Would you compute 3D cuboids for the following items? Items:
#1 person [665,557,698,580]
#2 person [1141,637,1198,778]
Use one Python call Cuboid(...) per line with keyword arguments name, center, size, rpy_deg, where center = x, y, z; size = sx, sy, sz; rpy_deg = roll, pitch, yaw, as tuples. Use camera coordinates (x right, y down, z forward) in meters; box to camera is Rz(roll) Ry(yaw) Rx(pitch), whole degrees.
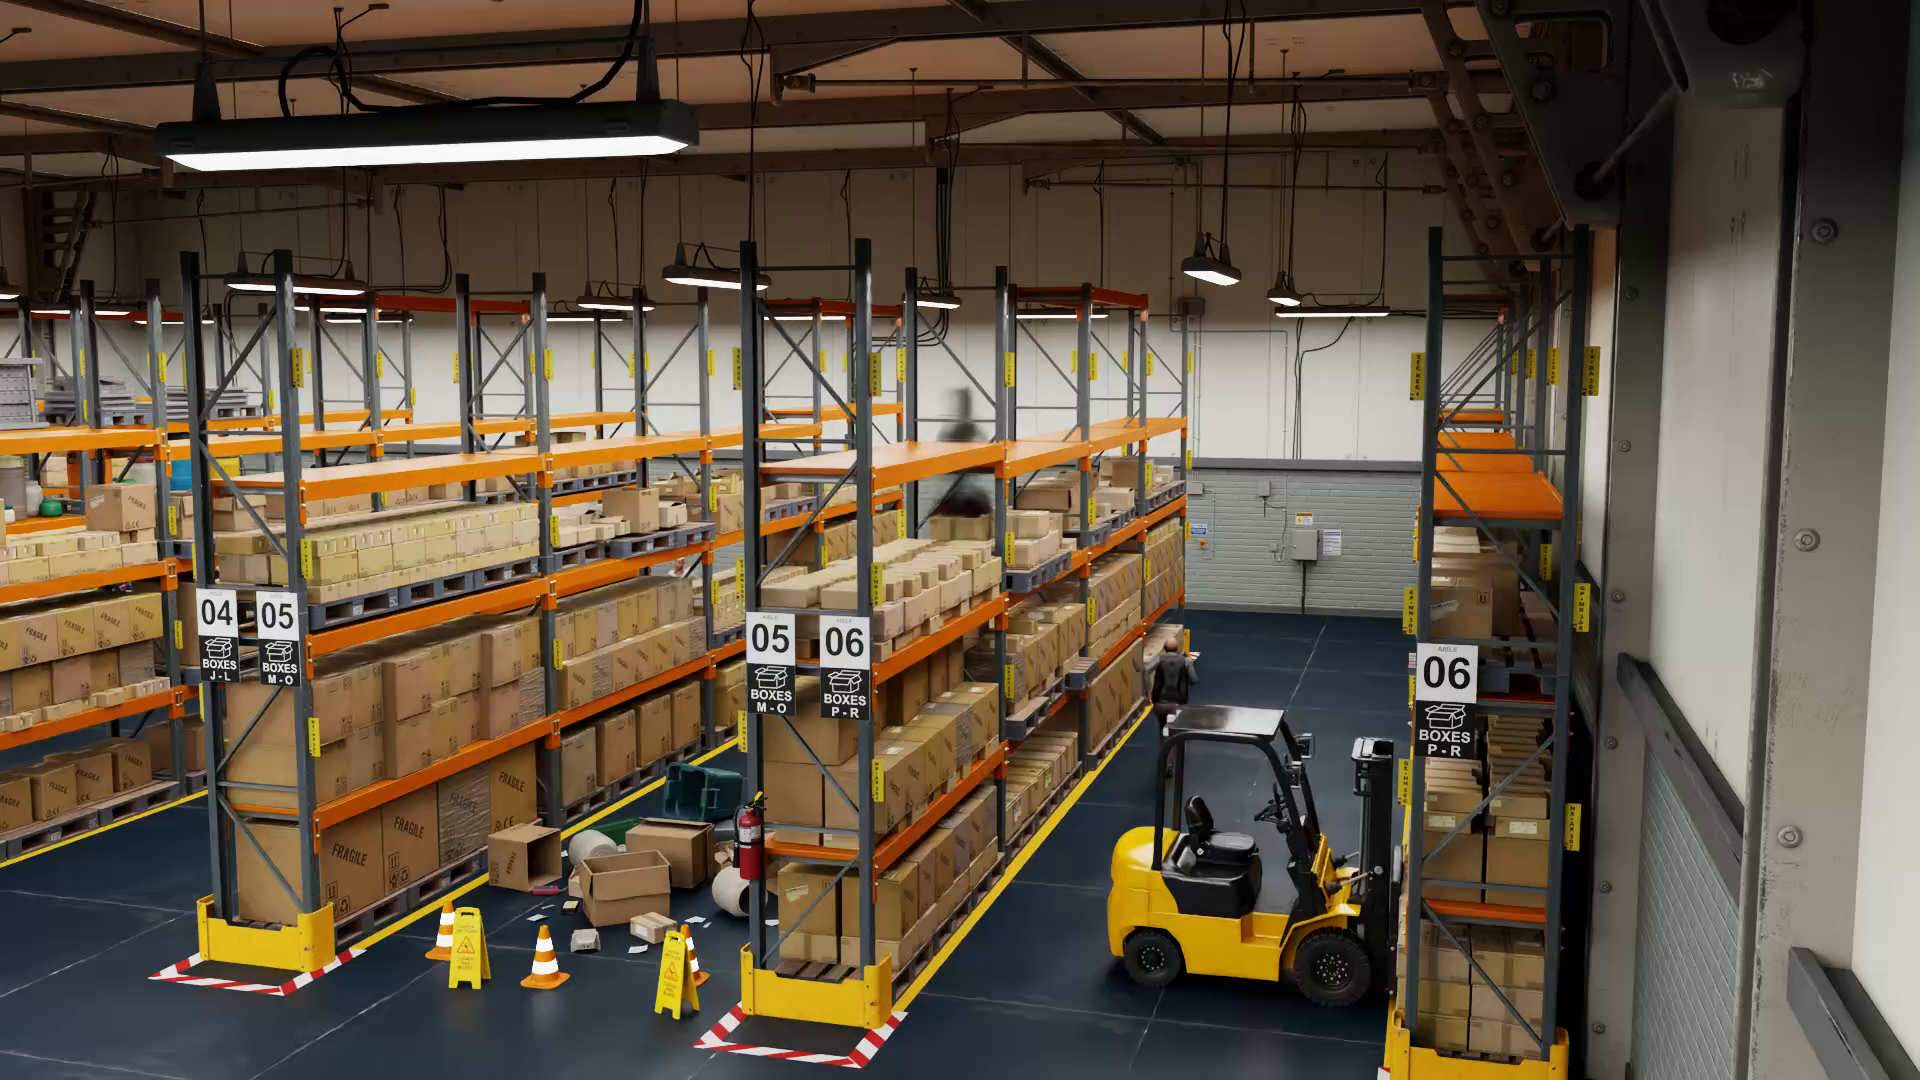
Cuboid(name="person", center=(-4.764, 1.123, 28.361), size=(0.657, 1.771, 0.863), rpy_deg=(1, 6, 5))
Cuboid(name="person", center=(2.540, 2.067, 20.205), size=(0.653, 1.714, 0.955), rpy_deg=(2, 7, 16))
